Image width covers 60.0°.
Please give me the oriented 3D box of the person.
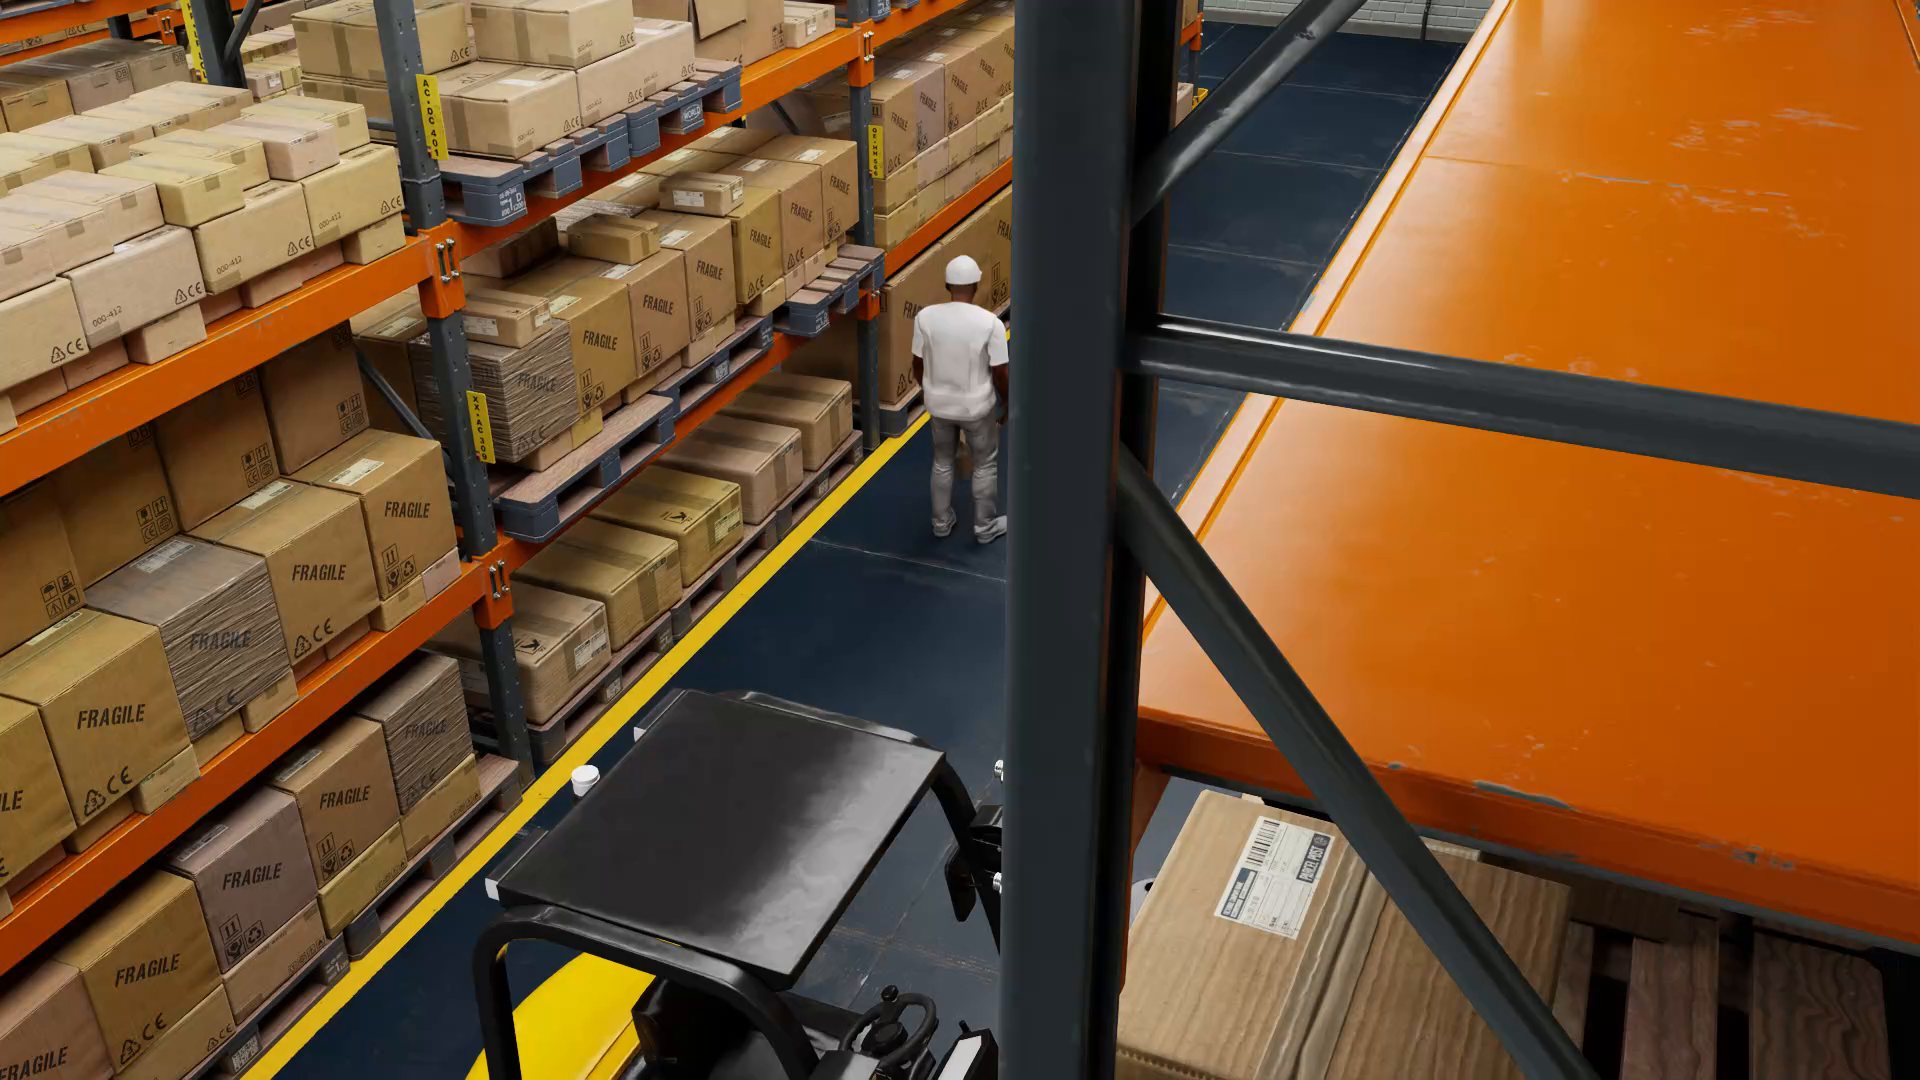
[{"bbox_3d":[0.012,-0.815,9.819,0.595,1.764,0.435,10,31,16],"label":"person"}]
